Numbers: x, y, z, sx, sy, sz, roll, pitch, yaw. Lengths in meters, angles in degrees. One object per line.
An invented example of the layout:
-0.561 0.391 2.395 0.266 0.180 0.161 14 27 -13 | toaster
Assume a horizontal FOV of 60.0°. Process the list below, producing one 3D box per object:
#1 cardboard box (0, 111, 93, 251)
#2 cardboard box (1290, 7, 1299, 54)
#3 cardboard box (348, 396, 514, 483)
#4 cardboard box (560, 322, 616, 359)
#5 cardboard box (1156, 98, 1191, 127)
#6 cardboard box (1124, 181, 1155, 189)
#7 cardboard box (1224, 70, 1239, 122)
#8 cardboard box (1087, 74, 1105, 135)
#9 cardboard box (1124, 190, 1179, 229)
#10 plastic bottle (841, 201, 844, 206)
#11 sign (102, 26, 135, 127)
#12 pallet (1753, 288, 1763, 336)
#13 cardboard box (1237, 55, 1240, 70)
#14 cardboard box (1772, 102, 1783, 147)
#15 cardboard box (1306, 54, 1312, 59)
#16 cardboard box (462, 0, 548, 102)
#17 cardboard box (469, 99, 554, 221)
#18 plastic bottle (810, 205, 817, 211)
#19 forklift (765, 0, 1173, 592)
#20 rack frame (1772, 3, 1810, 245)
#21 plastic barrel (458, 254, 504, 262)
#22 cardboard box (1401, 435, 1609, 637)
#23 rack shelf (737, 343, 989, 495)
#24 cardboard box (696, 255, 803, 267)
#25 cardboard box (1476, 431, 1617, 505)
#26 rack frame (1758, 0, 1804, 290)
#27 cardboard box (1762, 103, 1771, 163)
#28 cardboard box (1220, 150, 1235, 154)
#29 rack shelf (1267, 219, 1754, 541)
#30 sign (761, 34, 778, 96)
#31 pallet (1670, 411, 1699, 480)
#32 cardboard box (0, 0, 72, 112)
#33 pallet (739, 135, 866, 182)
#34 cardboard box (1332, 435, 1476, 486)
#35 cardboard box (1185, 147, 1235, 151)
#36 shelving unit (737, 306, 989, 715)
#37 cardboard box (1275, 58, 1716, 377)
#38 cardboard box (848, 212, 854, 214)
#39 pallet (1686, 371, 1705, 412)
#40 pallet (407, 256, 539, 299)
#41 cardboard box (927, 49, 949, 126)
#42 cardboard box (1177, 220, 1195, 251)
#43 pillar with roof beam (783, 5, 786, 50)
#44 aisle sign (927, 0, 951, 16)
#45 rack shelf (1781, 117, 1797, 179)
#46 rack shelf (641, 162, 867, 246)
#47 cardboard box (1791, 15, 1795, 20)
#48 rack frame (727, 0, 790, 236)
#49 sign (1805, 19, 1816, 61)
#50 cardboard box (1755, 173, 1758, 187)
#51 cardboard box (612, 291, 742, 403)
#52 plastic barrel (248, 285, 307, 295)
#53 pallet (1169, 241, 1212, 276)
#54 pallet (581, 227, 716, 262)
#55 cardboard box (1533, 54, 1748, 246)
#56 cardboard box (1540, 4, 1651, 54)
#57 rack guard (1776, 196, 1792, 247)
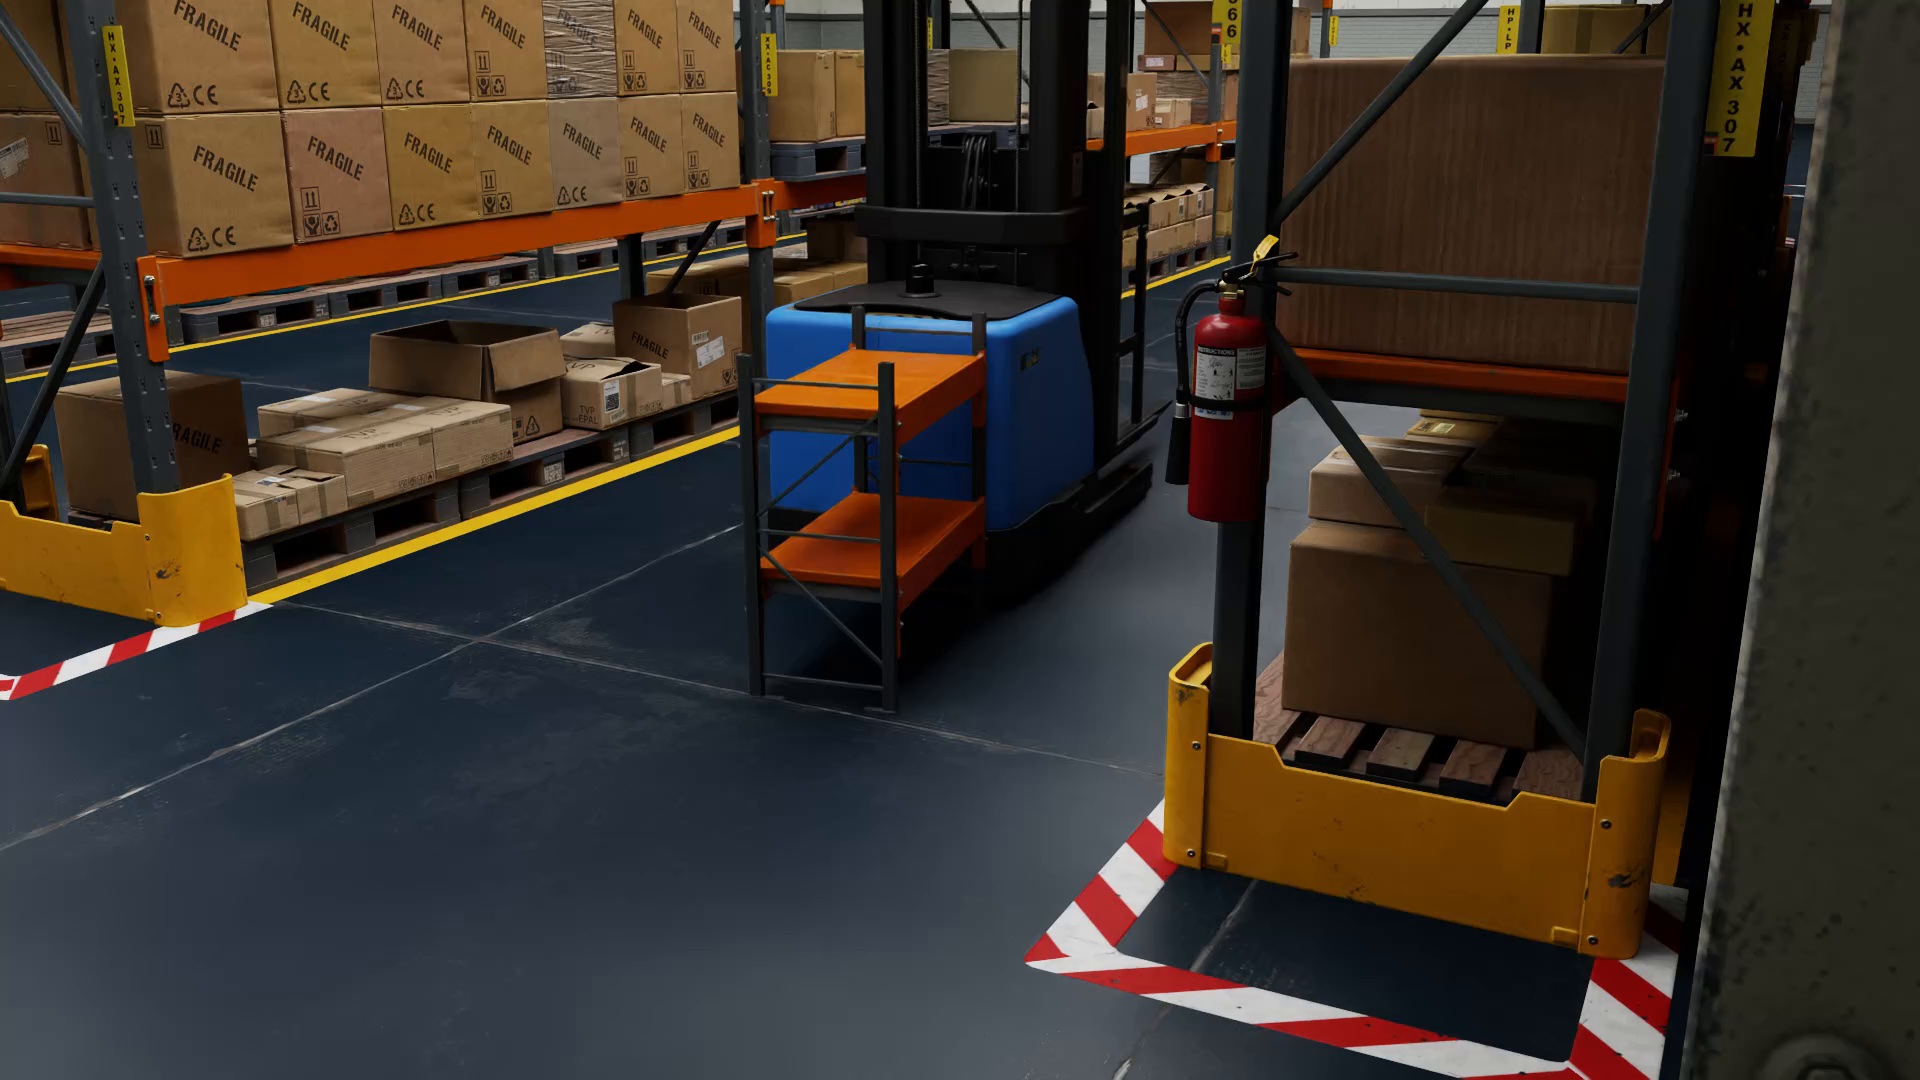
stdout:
-3.358 -1.407 6.427 0.500 0.500 0.500 9 19 27 | cardboard box
3.361 -5.690 18.570 0.700 0.500 0.500 8 18 24 | cardboard box
-2.371 -0.461 7.472 0.500 0.250 0.500 8 18 25 | cardboard box
-1.908 -1.072 9.424 0.500 0.311 0.500 8 18 25 | cardboard box
1.867 -4.064 15.812 0.500 0.250 0.500 9 19 29 | cardboard box
1.640 -3.346 16.236 0.500 0.311 0.500 8 18 26 | cardboard box
2.470 -4.564 17.056 0.700 0.500 0.500 8 18 25 | cardboard box
0.995 -3.726 14.233 0.500 0.500 0.500 7 18 22 | cardboard box
1.671 -3.019 15.138 0.500 0.311 0.500 8 18 25 | cardboard box
-1.418 -4.038 19.602 0.097 0.201 0.097 0 17 0 | plastic bottle
-2.829 -1.557 5.585 0.100 0.325 0.005 8 18 25 | sign
5.590 -1.791 12.792 1.003 0.211 1.213 8 18 25 | pallet
2.683 -4.867 16.936 0.380 0.149 0.250 8 18 25 | cardboard box
4.718 -2.665 10.106 0.500 0.500 0.500 8 18 26 | cardboard box
3.835 -5.523 19.147 0.380 0.149 0.250 8 18 24 | cardboard box
-2.199 -2.208 7.367 0.500 0.500 0.500 8 18 25 | cardboard box
-2.203 -1.725 7.496 0.500 0.500 0.500 8 18 26 | cardboard box
-1.727 -3.915 19.057 0.152 0.276 0.135 9 19 27 | plastic bottle
0.261 -1.586 7.326 1.130 2.935 3.031 7 18 21 | forklift
8.268 -4.657 17.544 1.000 3.000 0.127 8 18 25 | rack frame
-4.373 -2.914 14.749 0.600 0.830 0.708 8 18 25 | plastic barrel
1.790 -0.031 5.622 0.700 0.500 0.500 7 18 24 | cardboard box
-0.295 -0.428 5.571 0.538 0.278 1.000 5 17 16 | rack shelf
-1.335 -1.529 10.631 0.500 0.500 0.500 8 18 26 | cardboard box
1.803 -0.222 5.126 0.380 0.149 0.250 8 18 26 | cardboard box
6.481 -3.638 14.113 1.000 3.000 0.127 8 18 25 | rack frame
3.792 -2.147 8.360 0.500 0.500 0.500 8 18 24 | cardboard box
2.982 -3.843 17.578 0.500 0.500 0.500 8 18 25 | cardboard box
2.013 -0.746 5.640 1.077 0.370 4.000 8 18 25 | rack shelf
-1.038 -2.577 9.022 0.100 0.325 0.005 8 18 25 | sign
3.184 -0.470 8.344 1.003 0.211 1.213 8 18 25 | pallet
-3.362 -1.886 6.284 0.500 0.500 0.500 8 18 25 | cardboard box
-1.072 -2.327 10.037 1.003 0.211 1.213 8 18 25 | pallet
1.350 -0.207 5.077 0.380 0.149 0.250 9 19 27 | cardboard box
2.724 -4.039 18.237 0.500 0.500 0.500 8 18 25 | cardboard box
-0.295 -0.148 5.655 0.538 1.125 1.048 5 17 16 | shelving unit
1.338 -0.856 4.221 0.980 0.700 0.700 9 19 28 | cardboard box
-0.422 -2.076 11.156 0.500 0.250 0.500 8 18 24 | cardboard box
3.728 -0.782 9.394 1.003 0.211 1.213 8 18 25 | pallet
-4.484 -2.337 14.630 1.003 0.211 1.213 8 18 25 | pallet
-0.500 -3.114 11.437 0.700 0.500 0.500 12 21 36 | cardboard box
1.894 -2.879 15.651 0.500 0.250 0.500 8 18 25 | cardboard box
-2.194 -18.346 53.095 9.100 9.000 0.400 8 18 25 | pillar with roof beam
-0.297 -7.144 21.352 0.394 0.787 0.004 8 18 25 | aisle sign
7.375 -3.803 15.931 1.077 0.370 4.000 8 18 25 | rack shelf
-0.633 -2.394 11.189 1.077 0.370 4.000 8 18 25 | rack shelf
4.723 -3.030 10.017 0.500 0.250 0.500 9 19 27 | cardboard box
-2.382 -4.898 18.357 1.000 3.000 0.127 8 18 25 | rack frame
6.979 -4.123 13.714 0.100 0.325 0.005 8 18 25 | sign
4.109 -1.997 8.994 0.380 0.149 0.250 8 18 24 | cardboard box
-1.528 -1.061 9.055 0.500 0.500 0.500 8 18 25 | cardboard box
-5.382 -2.373 12.802 0.600 0.901 0.708 8 18 25 | plastic barrel
1.753 -2.738 15.981 1.003 0.211 1.213 8 18 25 | pallet
-3.242 -3.045 17.014 1.003 0.211 1.213 8 18 25 | pallet
2.649 -1.608 6.752 0.980 0.700 0.700 8 19 26 | cardboard box
2.886 -2.311 7.597 0.500 0.250 0.500 9 19 27 | cardboard box
8.234 -3.439 17.834 1.175 0.500 0.348 8 18 25 | rack guard
